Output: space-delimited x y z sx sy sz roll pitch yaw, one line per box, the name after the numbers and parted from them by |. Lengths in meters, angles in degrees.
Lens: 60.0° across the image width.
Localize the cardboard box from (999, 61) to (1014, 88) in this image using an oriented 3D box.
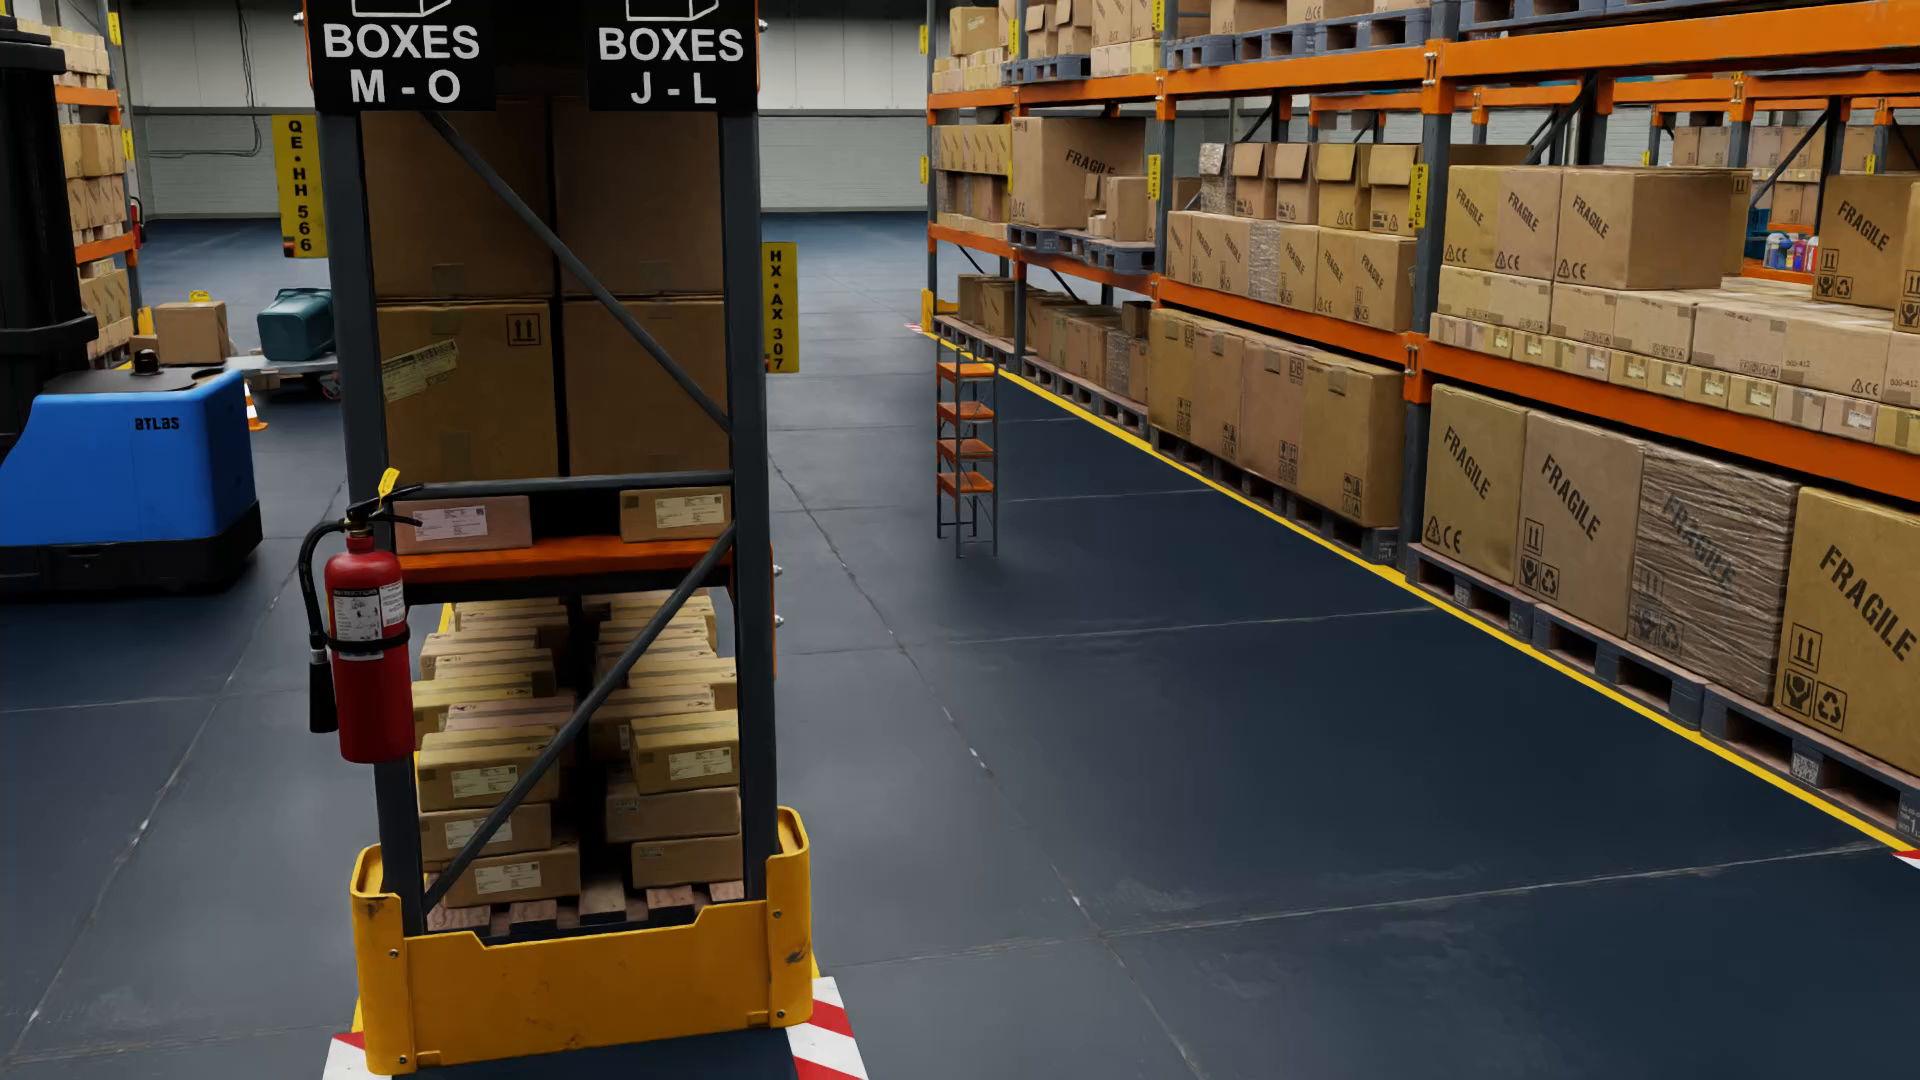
0.683 -4.626 16.535 0.500 0.250 0.500 -3 14 -11 | cardboard box

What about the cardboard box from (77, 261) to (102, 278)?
-8.819 -2.698 16.614 0.380 0.149 0.250 -3 14 -11 | cardboard box

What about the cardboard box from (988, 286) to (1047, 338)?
0.625 -2.505 18.244 0.500 0.500 0.500 -5 14 -18 | cardboard box

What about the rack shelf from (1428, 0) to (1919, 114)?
3.393 -1.951 6.790 1.077 0.370 4.000 -3 14 -13 | rack shelf

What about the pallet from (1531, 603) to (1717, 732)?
3.315 0.511 7.390 1.003 0.211 1.213 -3 14 -13 | pallet

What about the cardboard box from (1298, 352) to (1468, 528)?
2.753 -0.623 9.751 1.225 0.875 0.875 -3 14 -13 | cardboard box

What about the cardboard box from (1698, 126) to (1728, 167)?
9.973 -5.062 21.381 0.700 0.500 0.500 -4 14 -15 | cardboard box

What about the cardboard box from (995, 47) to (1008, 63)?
0.570 -4.907 16.848 0.380 0.149 0.250 -4 14 -16 | cardboard box

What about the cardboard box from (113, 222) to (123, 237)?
-9.065 -3.272 17.530 0.380 0.149 0.250 -3 14 -14 | cardboard box

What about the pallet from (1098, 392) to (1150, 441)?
1.801 -1.054 13.795 1.003 0.211 1.213 -3 14 -13 | pallet

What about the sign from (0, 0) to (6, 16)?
-8.050 -4.530 13.908 0.100 0.325 0.005 -3 14 -13 | sign

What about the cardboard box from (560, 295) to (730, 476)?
-0.820 -0.441 4.575 0.500 0.500 0.500 -3 14 -11 | cardboard box

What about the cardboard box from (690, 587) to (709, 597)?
-1.208 0.204 6.639 0.380 0.149 0.250 -4 14 -15 | cardboard box

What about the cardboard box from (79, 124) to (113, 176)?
-8.865 -3.865 16.483 0.700 0.500 0.500 -3 14 -14 | cardboard box

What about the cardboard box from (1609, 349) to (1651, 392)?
3.037 -0.737 7.152 0.380 0.149 0.250 -4 14 -15 | cardboard box

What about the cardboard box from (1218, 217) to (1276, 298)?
2.080 -1.912 11.223 0.500 0.500 0.500 -4 14 -14 | cardboard box

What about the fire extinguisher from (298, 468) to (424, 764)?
-1.372 0.173 3.846 0.296 0.674 0.183 -3 14 -13 | fire extinguisher

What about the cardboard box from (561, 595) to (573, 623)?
-1.720 0.234 6.518 0.380 0.149 0.250 -4 14 -16 | cardboard box

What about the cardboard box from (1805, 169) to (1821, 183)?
10.219 -4.294 19.607 0.380 0.149 0.250 -3 14 -13 | cardboard box

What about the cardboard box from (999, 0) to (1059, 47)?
0.690 -5.133 16.407 0.500 0.500 0.500 -4 14 -15 | cardboard box

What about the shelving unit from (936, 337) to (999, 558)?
0.039 -0.545 9.628 0.258 1.200 0.503 -3 14 -13 | shelving unit

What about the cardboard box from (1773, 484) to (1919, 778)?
3.634 0.303 5.960 0.875 0.875 0.875 -3 14 -13 | cardboard box

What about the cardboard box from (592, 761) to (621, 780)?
-1.009 0.654 5.424 0.380 0.149 0.250 -3 14 -12 | cardboard box

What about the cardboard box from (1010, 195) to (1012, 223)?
0.998 -3.451 16.895 0.875 0.500 0.500 -3 14 -13 | cardboard box

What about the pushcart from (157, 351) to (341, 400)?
-6.384 -1.463 15.120 1.648 0.377 0.936 -9 16 -33 | pushcart

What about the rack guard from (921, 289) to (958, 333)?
0.122 -2.842 20.505 1.175 0.500 0.348 -3 14 -13 | rack guard

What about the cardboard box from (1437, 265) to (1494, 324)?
2.779 -1.254 8.428 0.500 0.250 0.500 -4 14 -14 | cardboard box

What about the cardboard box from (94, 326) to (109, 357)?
-8.835 -1.977 16.610 0.500 0.250 0.500 -4 14 -15 | cardboard box

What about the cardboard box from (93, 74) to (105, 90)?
-9.082 -4.734 17.192 0.380 0.149 0.250 -3 14 -13 | cardboard box

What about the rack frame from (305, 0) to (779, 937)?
-0.983 -0.129 4.136 1.000 3.000 0.127 -3 14 -13 | rack frame

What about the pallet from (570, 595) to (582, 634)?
-1.730 0.456 7.617 1.003 0.211 1.213 -3 14 -13 | pallet

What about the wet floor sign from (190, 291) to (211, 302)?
-8.533 -2.481 18.722 0.267 0.644 0.232 2 14 6 | wet floor sign

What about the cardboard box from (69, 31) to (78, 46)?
-9.051 -5.001 16.606 0.380 0.149 0.250 -3 14 -13 | cardboard box

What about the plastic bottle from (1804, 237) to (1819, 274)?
6.694 -2.219 12.951 0.152 0.276 0.135 -3 14 -13 | plastic bottle

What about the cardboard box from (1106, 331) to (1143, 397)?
1.664 -1.508 14.119 0.700 0.500 0.500 -5 14 -18 | cardboard box

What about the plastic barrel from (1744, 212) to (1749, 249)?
6.394 -2.660 14.209 0.600 0.536 0.708 -3 14 -13 | plastic barrel

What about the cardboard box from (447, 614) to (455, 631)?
-1.809 0.382 6.537 0.380 0.149 0.250 -3 14 -14 | cardboard box

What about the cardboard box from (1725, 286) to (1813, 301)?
3.641 -0.935 7.125 0.500 0.250 0.500 -4 14 -14 | cardboard box

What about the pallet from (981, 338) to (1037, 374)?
0.852 -1.949 17.460 1.003 0.211 1.213 -3 14 -13 | pallet

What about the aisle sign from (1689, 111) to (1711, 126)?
10.005 -5.919 22.357 0.394 0.787 0.004 -3 14 -13 | aisle sign

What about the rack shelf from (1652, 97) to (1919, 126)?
10.204 -5.271 20.377 1.077 0.370 4.000 -3 14 -13 | rack shelf

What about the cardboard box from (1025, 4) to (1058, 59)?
1.058 -4.748 15.618 0.797 0.503 0.637 -4 14 -16 | cardboard box

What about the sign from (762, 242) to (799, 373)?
-0.455 -0.580 4.157 0.100 0.325 0.005 -3 14 -13 | sign

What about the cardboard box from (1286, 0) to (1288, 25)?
2.485 -3.607 10.954 0.500 0.500 0.500 -3 14 -10 | cardboard box

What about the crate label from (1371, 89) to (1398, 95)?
5.037 -5.284 19.229 0.502 0.251 0.408 -3 14 -13 | crate label

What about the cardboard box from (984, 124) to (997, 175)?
0.552 -4.033 17.171 0.500 0.500 0.500 -3 14 -13 | cardboard box

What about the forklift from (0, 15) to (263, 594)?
-5.451 -1.191 8.626 3.031 2.935 1.130 -2 14 -10 | forklift

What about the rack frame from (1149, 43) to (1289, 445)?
1.983 -2.228 12.726 1.000 3.000 0.127 -3 14 -13 | rack frame

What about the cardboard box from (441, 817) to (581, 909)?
-1.309 0.942 4.873 0.380 0.149 0.250 -3 14 -12 | cardboard box
